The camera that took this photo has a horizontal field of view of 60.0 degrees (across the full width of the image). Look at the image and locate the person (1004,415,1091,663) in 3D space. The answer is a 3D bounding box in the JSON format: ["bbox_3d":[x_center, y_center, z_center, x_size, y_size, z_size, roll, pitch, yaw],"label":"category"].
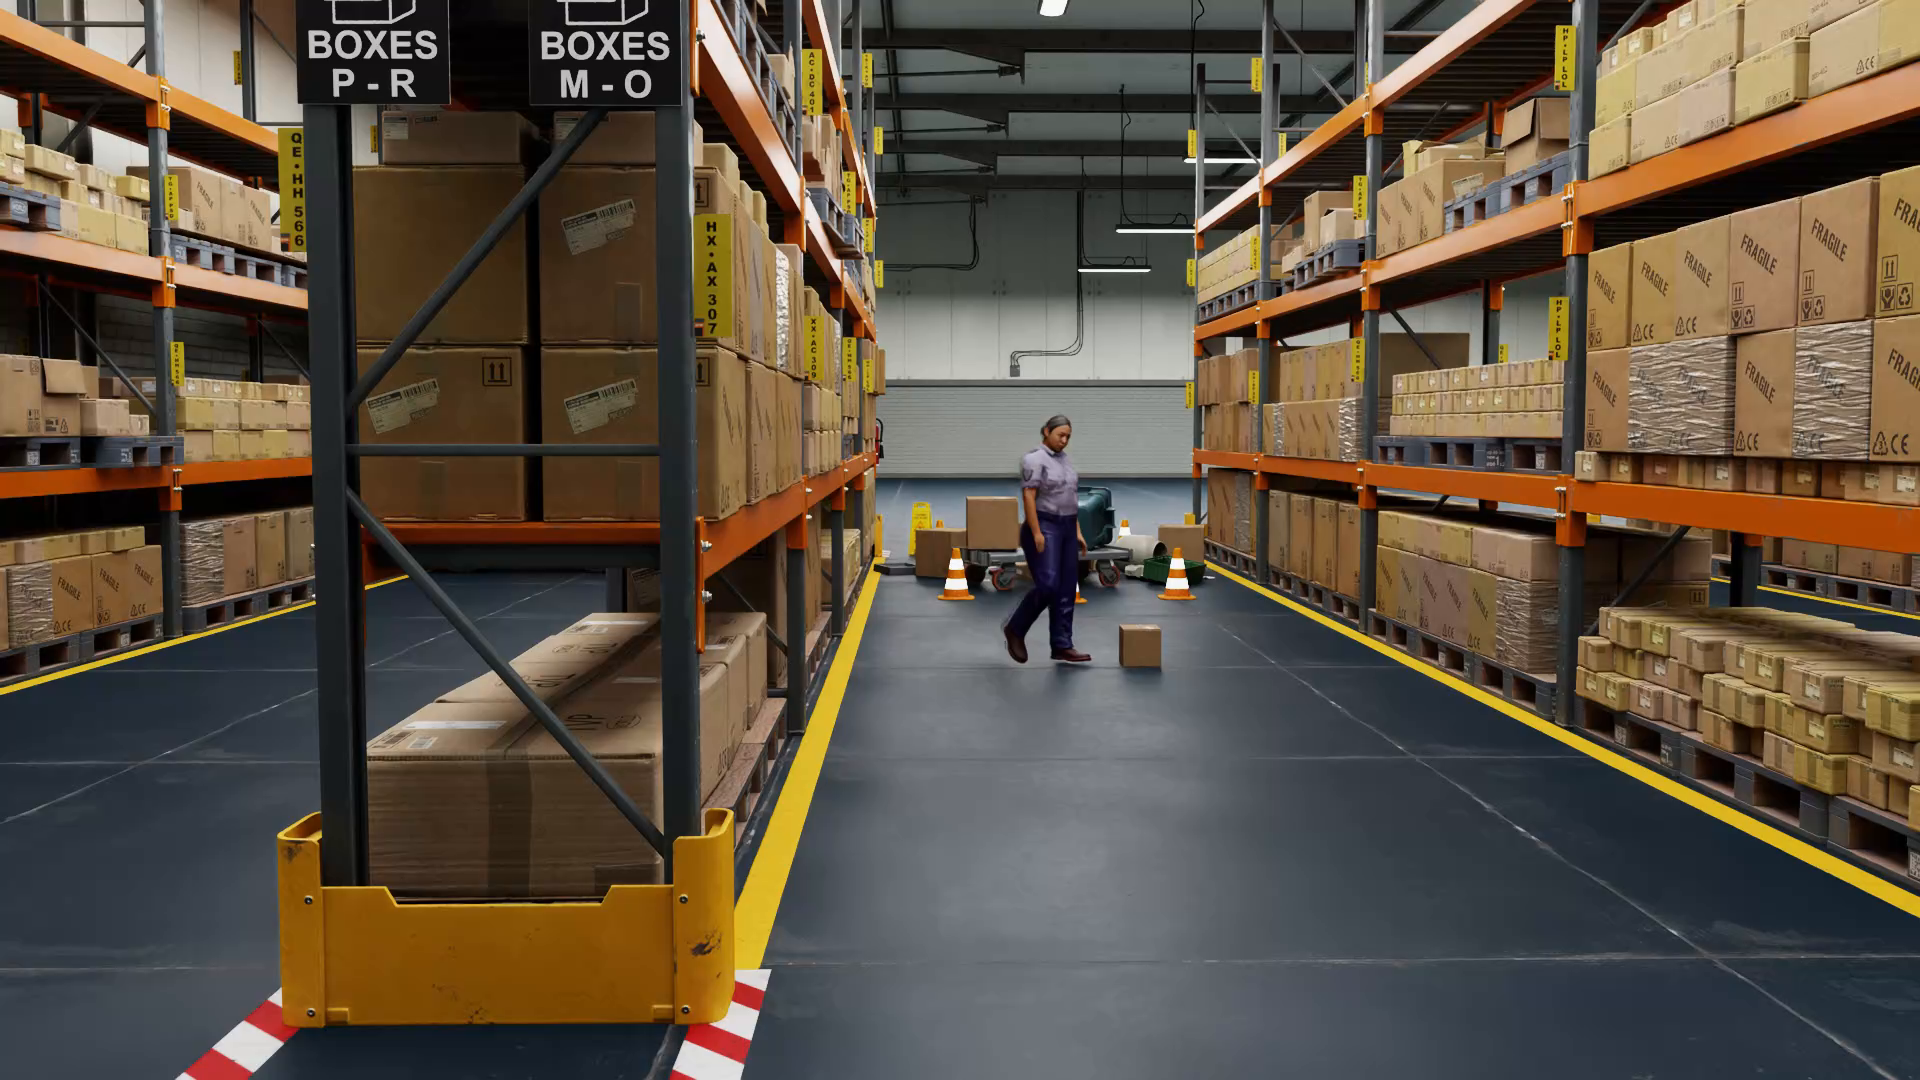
[{"bbox_3d":[0.588,-0.009,11.017,0.498,1.636,0.548,3,5,38],"label":"person"}]
